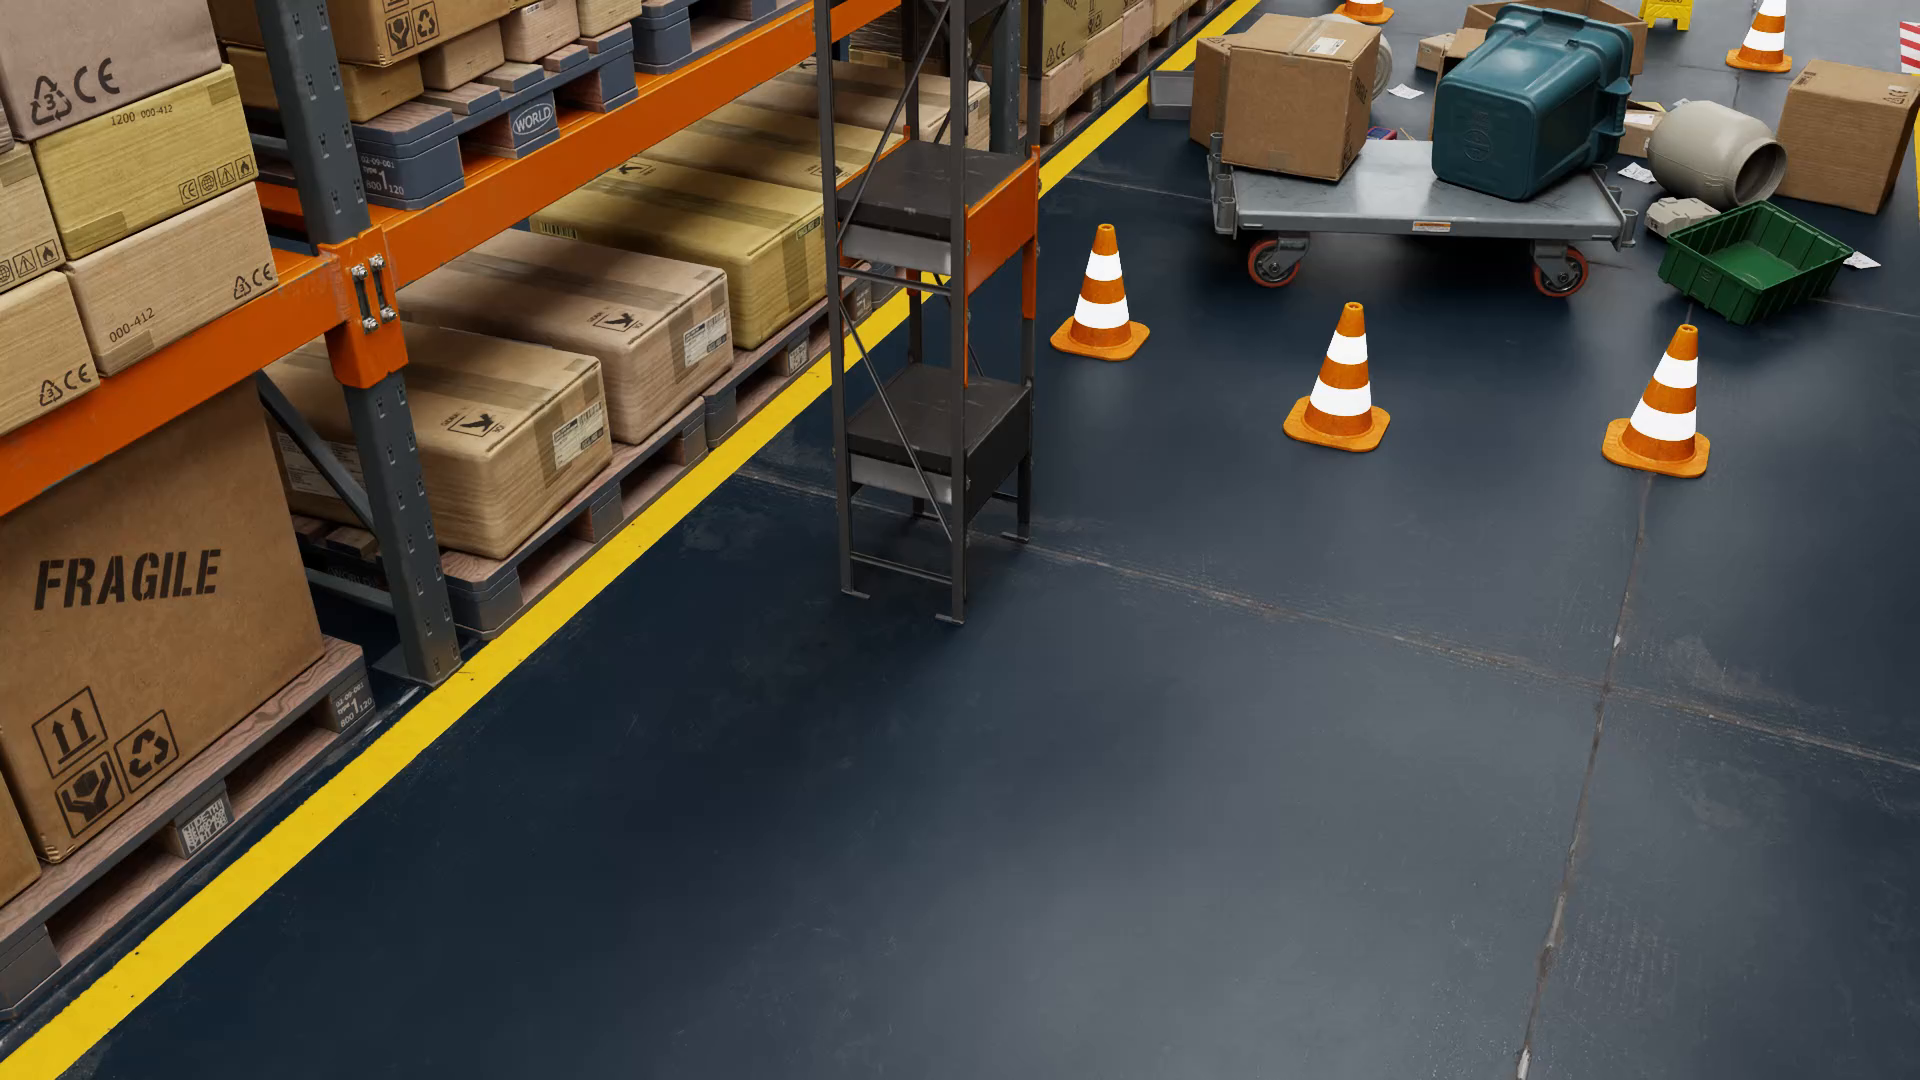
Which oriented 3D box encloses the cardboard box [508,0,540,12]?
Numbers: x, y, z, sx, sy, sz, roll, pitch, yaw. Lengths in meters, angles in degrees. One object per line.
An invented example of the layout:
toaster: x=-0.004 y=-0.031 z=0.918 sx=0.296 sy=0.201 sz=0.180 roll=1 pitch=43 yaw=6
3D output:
cardboard box: x=-1.274 y=-1.756 z=4.447 sx=0.500 sy=0.500 sz=0.500 roll=16 pitch=37 yaw=23

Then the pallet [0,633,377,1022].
pallet: x=-2.282 y=0.560 z=4.204 sx=1.003 sy=0.211 sz=1.213 roll=14 pitch=36 yaw=20

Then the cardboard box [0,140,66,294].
cardboard box: x=-2.067 y=-0.572 z=3.068 sx=0.500 sy=0.250 sz=0.500 roll=13 pitch=36 yaw=19

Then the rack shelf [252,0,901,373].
rack shelf: x=-1.047 y=-1.677 z=5.728 sx=1.077 sy=0.370 sz=4.000 roll=14 pitch=36 yaw=20

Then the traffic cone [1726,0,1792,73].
traffic cone: x=4.490 y=-2.881 z=9.222 sx=0.336 sy=0.463 sz=0.334 roll=14 pitch=36 yaw=20

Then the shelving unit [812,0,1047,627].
shelving unit: x=-0.069 y=-0.796 z=4.549 sx=0.431 sy=2.100 sz=0.503 roll=14 pitch=36 yaw=20

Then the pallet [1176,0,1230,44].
pallet: x=1.059 y=-3.366 z=10.190 sx=1.003 sy=0.211 sz=1.213 roll=14 pitch=36 yaw=20

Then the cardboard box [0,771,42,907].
cardboard box: x=-2.625 y=0.499 z=3.307 sx=0.875 sy=0.875 sz=0.875 roll=15 pitch=36 yaw=21

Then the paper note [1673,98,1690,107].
paper note: x=3.821 y=-2.268 z=8.682 sx=0.144 sy=0.017 sz=0.142 roll=29 pitch=43 yaw=36

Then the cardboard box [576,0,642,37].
cardboard box: x=-1.140 y=-1.563 z=4.744 sx=0.380 sy=0.149 sz=0.250 roll=14 pitch=36 yaw=21

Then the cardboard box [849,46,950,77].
cardboard box: x=-0.207 y=-2.356 z=8.232 sx=0.500 sy=0.250 sz=0.500 roll=16 pitch=36 yaw=23

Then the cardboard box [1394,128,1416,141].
cardboard box: x=2.080 y=-1.744 z=7.667 sx=0.258 sy=0.266 sz=0.396 roll=-9 pitch=34 yaw=-13

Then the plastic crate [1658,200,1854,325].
plastic crate: x=3.211 y=-1.124 z=6.740 sx=0.662 sy=0.188 sz=0.450 roll=-21 pitch=49 yaw=-29

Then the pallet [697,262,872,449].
pallet: x=-1.044 y=-0.810 z=6.293 sx=1.003 sy=0.211 sz=1.213 roll=14 pitch=36 yaw=20

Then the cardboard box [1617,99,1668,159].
cardboard box: x=3.374 y=-2.024 z=8.094 sx=0.396 sy=0.266 sz=0.258 roll=21 pitch=39 yaw=28

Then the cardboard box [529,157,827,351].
cardboard box: x=-1.014 y=-1.083 z=6.180 sx=0.950 sy=0.372 sz=0.625 roll=15 pitch=36 yaw=22

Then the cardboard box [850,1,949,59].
cardboard box: x=-0.206 y=-2.669 z=8.026 sx=0.500 sy=0.500 sz=0.500 roll=14 pitch=36 yaw=20

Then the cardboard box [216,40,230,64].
cardboard box: x=-1.960 y=-1.269 z=4.297 sx=0.380 sy=0.149 sz=0.250 roll=16 pitch=36 yaw=22

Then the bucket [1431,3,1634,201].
bucket: x=2.291 y=-1.752 z=6.785 sx=0.726 sy=0.611 sz=0.620 roll=29 pitch=53 yaw=36

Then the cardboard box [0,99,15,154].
cardboard box: x=-2.070 y=-0.867 z=2.833 sx=0.500 sy=0.500 sz=0.500 roll=15 pitch=36 yaw=21

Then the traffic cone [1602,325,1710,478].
traffic cone: x=2.395 y=-0.506 z=5.600 sx=0.336 sy=0.463 sz=0.334 roll=14 pitch=36 yaw=20

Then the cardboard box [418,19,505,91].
cardboard box: x=-1.430 y=-1.305 z=4.350 sx=0.380 sy=0.149 sz=0.250 roll=12 pitch=35 yaw=18

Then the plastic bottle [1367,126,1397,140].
plastic bottle: x=2.033 y=-1.958 z=8.180 sx=0.133 sy=0.061 sz=0.283 roll=21 pitch=39 yaw=28

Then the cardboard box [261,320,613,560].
cardboard box: x=-1.638 y=-0.338 z=5.043 sx=0.950 sy=0.372 sz=0.625 roll=12 pitch=35 yaw=17

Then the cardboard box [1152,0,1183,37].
cardboard box: x=0.932 y=-3.009 z=9.229 sx=0.500 sy=0.250 sz=0.500 roll=13 pitch=35 yaw=19

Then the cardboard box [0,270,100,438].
cardboard box: x=-2.059 y=-0.349 z=3.184 sx=0.500 sy=0.250 sz=0.500 roll=15 pitch=36 yaw=21

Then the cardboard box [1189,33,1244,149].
cardboard box: x=1.474 y=-2.151 z=8.072 sx=0.500 sy=0.500 sz=0.500 roll=-15 pitch=36 yaw=-21

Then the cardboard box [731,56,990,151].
cardboard box: x=-0.427 y=-1.789 z=7.256 sx=0.950 sy=0.372 sz=0.625 roll=15 pitch=36 yaw=21

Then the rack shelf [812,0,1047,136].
rack shelf: x=-0.069 y=-1.370 z=4.172 sx=0.431 sy=0.518 sz=0.480 roll=14 pitch=36 yaw=20

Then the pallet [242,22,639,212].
pallet: x=-1.682 y=-1.281 z=4.643 sx=1.213 sy=0.211 sz=1.003 roll=14 pitch=36 yaw=20

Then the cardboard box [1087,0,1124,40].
cardboard box: x=0.495 y=-2.814 z=8.247 sx=0.500 sy=0.500 sz=0.500 roll=16 pitch=36 yaw=22

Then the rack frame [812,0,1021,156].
rack frame: x=-0.210 y=-2.974 z=7.050 sx=1.000 sy=3.000 sz=0.127 roll=14 pitch=36 yaw=20

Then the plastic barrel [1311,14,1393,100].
plastic barrel: x=1.974 y=-2.513 z=8.696 sx=0.421 sy=0.421 sz=0.512 roll=-15 pitch=36 yaw=-21

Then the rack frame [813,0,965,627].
rack frame: x=-0.171 y=-0.674 z=4.363 sx=0.400 sy=2.100 sz=0.015 roll=14 pitch=36 yaw=20

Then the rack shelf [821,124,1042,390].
rack shelf: x=-0.069 y=-0.784 z=4.556 sx=0.431 sy=0.518 sz=0.480 roll=14 pitch=36 yaw=20

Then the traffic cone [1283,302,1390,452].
traffic cone: x=1.329 y=-0.600 z=5.744 sx=0.336 sy=0.463 sz=0.334 roll=14 pitch=36 yaw=20

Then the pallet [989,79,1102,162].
pallet: x=0.039 y=-2.150 z=8.337 sx=1.003 sy=0.211 sz=1.213 roll=14 pitch=36 yaw=20

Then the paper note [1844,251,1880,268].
paper note: x=3.787 y=-1.190 z=7.036 sx=0.147 sy=0.020 sz=0.142 roll=-9 pitch=34 yaw=-13

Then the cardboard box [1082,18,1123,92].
cardboard box: x=0.495 y=-2.500 z=8.452 sx=0.500 sy=0.250 sz=0.500 roll=16 pitch=37 yaw=23

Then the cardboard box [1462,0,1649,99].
cardboard box: x=3.028 y=-2.466 z=8.553 sx=0.797 sy=0.503 sz=0.637 roll=-9 pitch=34 yaw=-13
